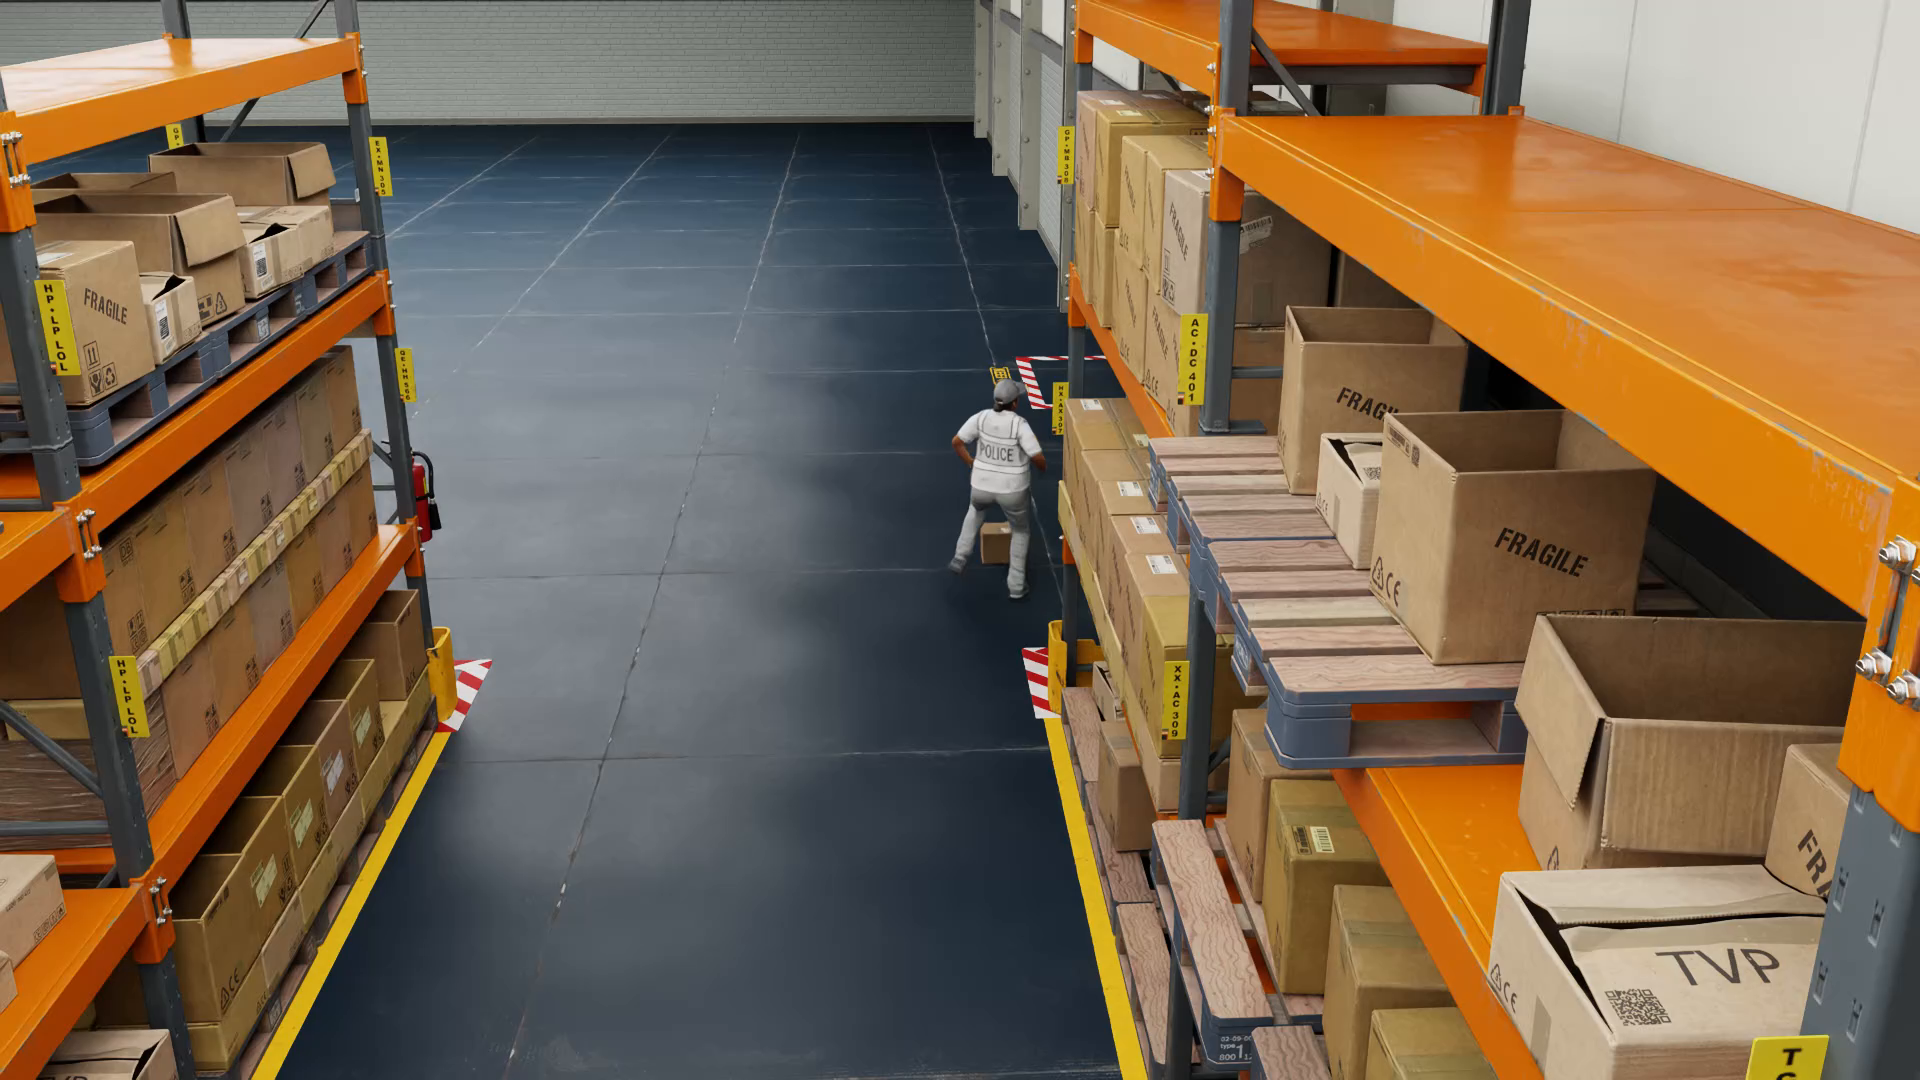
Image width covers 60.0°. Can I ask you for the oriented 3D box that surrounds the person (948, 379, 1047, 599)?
[{"bbox_3d":[0.280,-0.419,12.237,0.781,1.633,0.533,6,21,15],"label":"person"}]
